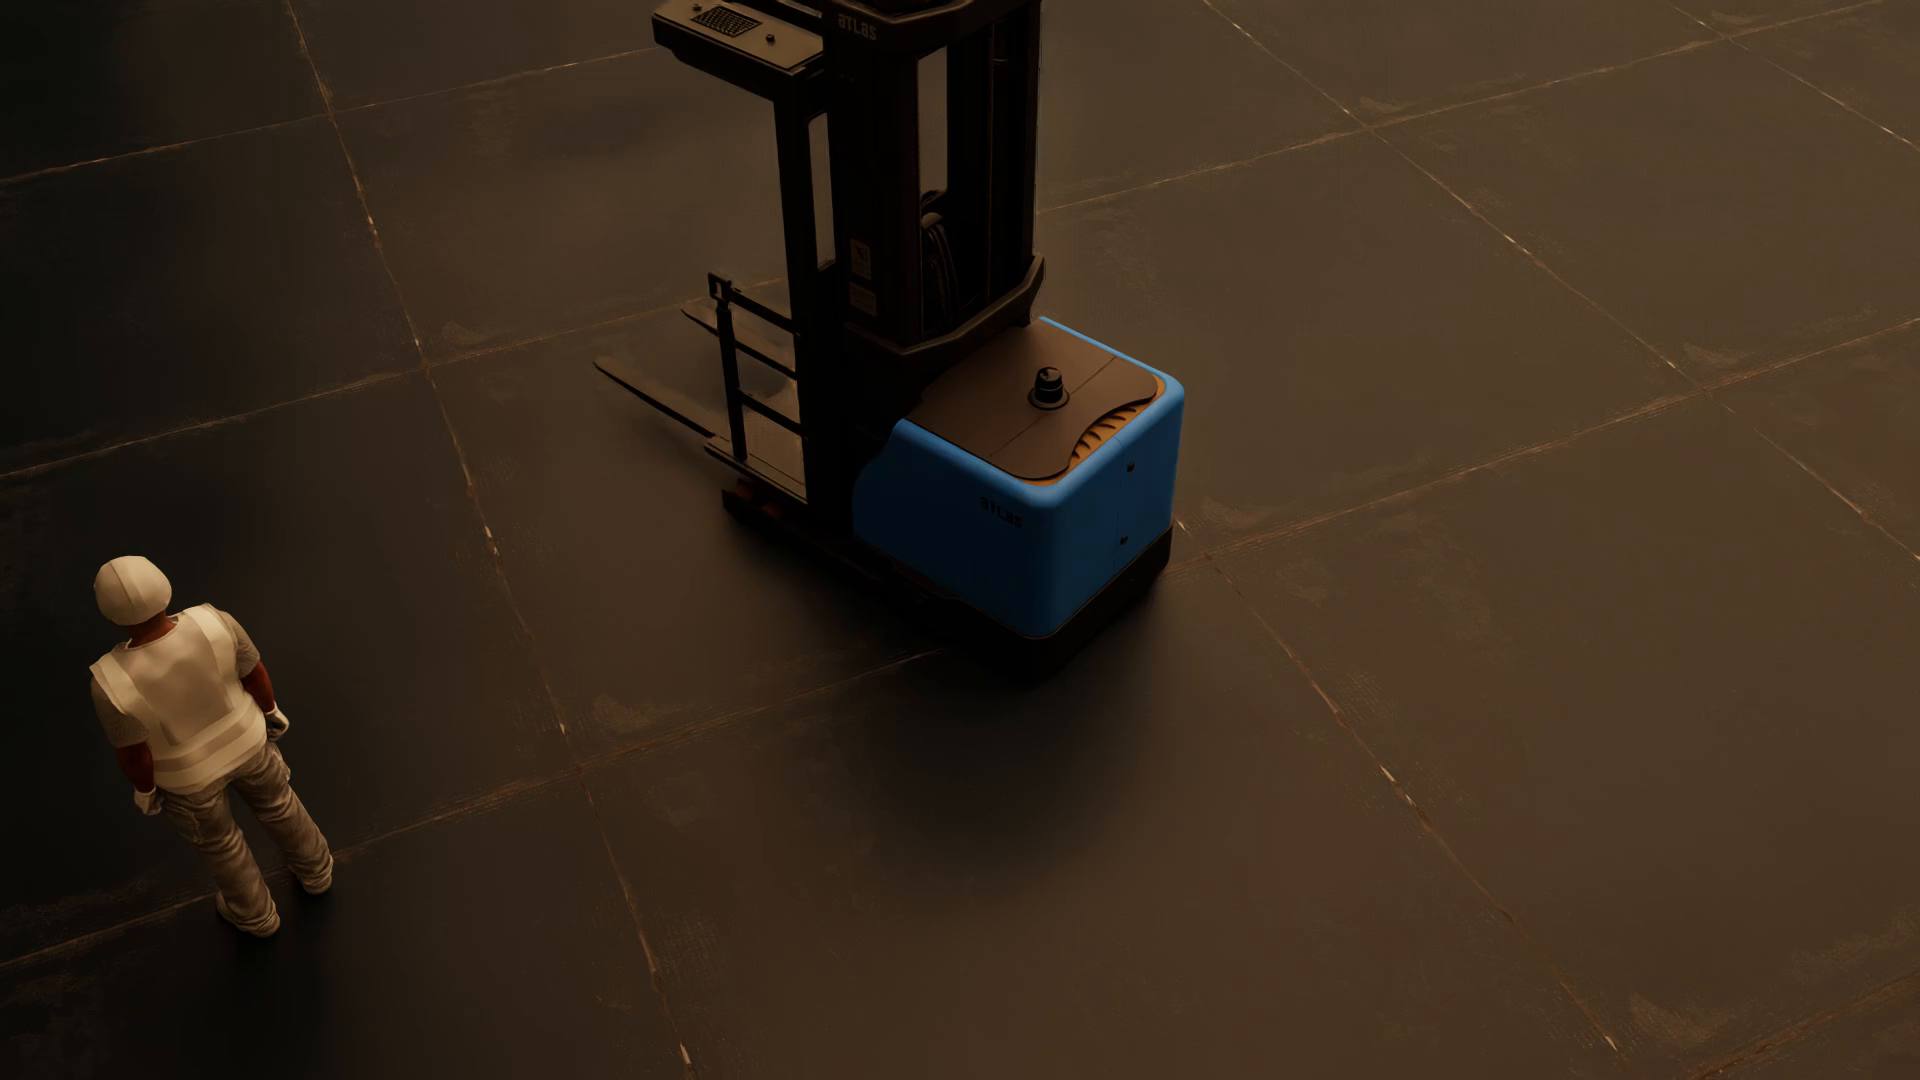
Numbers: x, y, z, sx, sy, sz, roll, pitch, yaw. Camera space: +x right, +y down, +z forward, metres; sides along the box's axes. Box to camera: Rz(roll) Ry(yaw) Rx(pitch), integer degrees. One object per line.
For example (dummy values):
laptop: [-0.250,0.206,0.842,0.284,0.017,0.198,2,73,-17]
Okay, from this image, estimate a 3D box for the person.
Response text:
person: [-2.610,0.717,5.751,0.368,1.790,0.557,32,52,30]

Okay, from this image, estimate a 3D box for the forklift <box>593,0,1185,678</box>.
forklift: [-0.497,-1.336,7.111,3.031,2.935,1.130,30,50,28]
